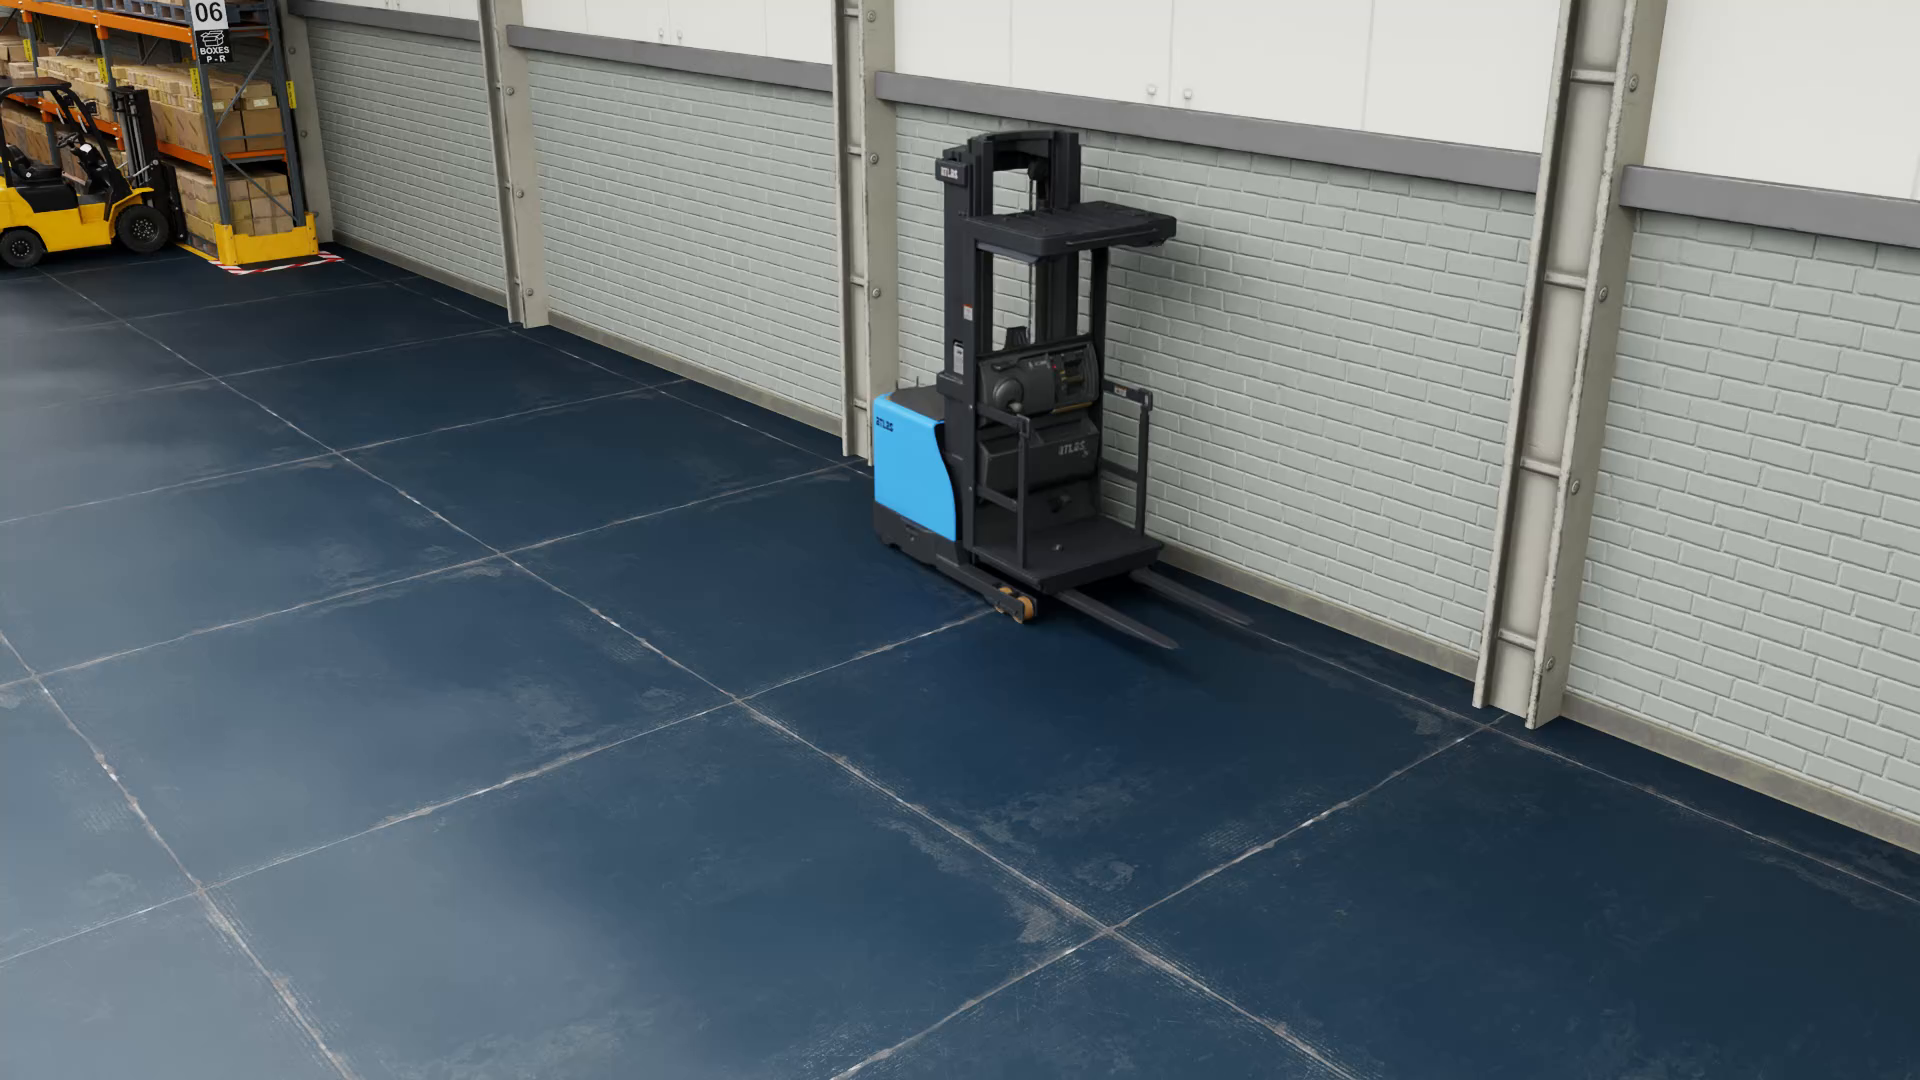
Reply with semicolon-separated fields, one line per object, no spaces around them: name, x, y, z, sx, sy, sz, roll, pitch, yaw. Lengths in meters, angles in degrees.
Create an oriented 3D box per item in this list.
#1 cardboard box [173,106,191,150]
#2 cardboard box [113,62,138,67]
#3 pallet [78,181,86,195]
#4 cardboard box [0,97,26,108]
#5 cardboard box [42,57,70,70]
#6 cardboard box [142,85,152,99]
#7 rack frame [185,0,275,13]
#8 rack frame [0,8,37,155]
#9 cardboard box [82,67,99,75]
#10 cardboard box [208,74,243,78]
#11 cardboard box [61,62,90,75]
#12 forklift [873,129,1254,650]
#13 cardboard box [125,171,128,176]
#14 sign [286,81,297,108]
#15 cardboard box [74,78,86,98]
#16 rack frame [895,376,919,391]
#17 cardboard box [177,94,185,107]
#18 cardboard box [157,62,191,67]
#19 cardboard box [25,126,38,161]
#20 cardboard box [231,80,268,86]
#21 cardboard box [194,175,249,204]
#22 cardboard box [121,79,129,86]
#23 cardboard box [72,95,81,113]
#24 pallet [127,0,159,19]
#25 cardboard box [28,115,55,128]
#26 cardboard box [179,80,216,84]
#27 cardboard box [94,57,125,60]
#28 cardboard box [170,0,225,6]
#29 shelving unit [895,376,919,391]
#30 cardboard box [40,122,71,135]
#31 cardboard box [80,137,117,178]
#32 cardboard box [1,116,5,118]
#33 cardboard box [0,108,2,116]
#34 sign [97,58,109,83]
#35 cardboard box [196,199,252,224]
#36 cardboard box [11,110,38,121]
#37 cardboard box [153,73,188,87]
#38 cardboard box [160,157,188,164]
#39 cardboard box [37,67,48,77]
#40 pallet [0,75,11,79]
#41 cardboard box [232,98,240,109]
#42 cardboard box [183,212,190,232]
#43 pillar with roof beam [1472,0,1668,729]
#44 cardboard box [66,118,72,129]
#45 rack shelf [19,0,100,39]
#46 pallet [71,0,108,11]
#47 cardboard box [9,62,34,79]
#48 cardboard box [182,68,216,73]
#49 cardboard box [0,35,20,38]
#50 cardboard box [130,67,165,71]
cardboard box;-9.643;-5.261;21.165;0.500;0.500;0.500;-16;27;-36
cardboard box;-12.429;-7.029;24.791;0.380;0.149;0.250;-17;27;-37
pallet;-12.713;-5.333;25.311;1.003;0.211;1.213;-17;27;-37
cardboard box;-16.385;-7.560;28.727;0.380;0.149;0.250;-19;28;-40
cardboard box;-13.853;-7.322;25.539;0.380;0.149;0.250;-17;27;-36
cardboard box;-10.579;-5.938;22.004;0.380;0.149;0.250;-19;28;-39
rack frame;-8.791;-7.788;19.530;1.000;3.000;0.127;-17;27;-37
rack frame;-16.624;-8.310;29.089;1.000;3.000;0.127;-17;27;-37
cardboard box;-12.491;-6.766;24.119;0.380;0.149;0.250;-18;28;-39
cardboard box;-9.615;-6.010;21.782;0.380;0.149;0.250;-18;28;-39
cardboard box;-13.178;-7.042;24.823;0.380;0.149;0.250;-17;27;-36
forklift;0.640;-1.037;10.613;1.130;2.935;3.031;-15;26;-33
cardboard box;-11.320;-5.041;23.251;0.500;0.250;0.500;-18;27;-38
sign;-8.367;-5.565;20.785;0.100;0.325;0.005;-17;27;-37
cardboard box;-12.587;-6.621;24.296;0.500;0.250;0.500;-17;27;-36
rack frame;-0.386;-0.686;12.295;0.200;1.050;0.008;-15;26;-33
cardboard box;-9.695;-5.594;21.126;0.380;0.149;0.250;-18;27;-38
cardboard box;-10.965;-6.571;23.213;0.380;0.149;0.250;-17;27;-37
cardboard box;-15.114;-6.587;27.541;0.500;0.500;0.500;-16;27;-35
cardboard box;-8.975;-5.714;21.026;0.380;0.149;0.250;-16;27;-36
cardboard box;-9.328;-4.429;21.002;0.500;0.250;0.500;-16;27;-36
cardboard box;-11.223;-6.227;22.743;0.380;0.149;0.250;-17;27;-36
cardboard box;-12.905;-6.530;24.749;0.500;0.250;0.500;-16;27;-36
pallet;-10.033;-6.889;21.469;1.003;0.211;1.213;-17;27;-37
cardboard box;-15.168;-6.919;27.498;0.380;0.149;0.250;-18;28;-38
cardboard box;-9.666;-5.744;21.102;0.380;0.149;0.250;-17;27;-37
cardboard box;-13.056;-7.329;25.557;0.380;0.149;0.250;-18;28;-38
cardboard box;-9.265;-6.745;20.128;0.500;0.500;0.500;-16;27;-36
shelving unit;-0.315;-0.649;12.203;0.215;1.050;0.252;-15;26;-33
cardboard box;-14.527;-6.615;26.723;0.380;0.149;0.250;-19;28;-40
cardboard box;-12.744;-5.755;25.245;0.875;0.625;0.625;-19;28;-40
cardboard box;-16.479;-7.155;28.990;0.500;0.500;0.500;-16;26;-35
cardboard box;-16.591;-7.482;28.935;0.380;0.149;0.250;-16;26;-35
sign;-11.807;-6.471;22.912;0.100;0.325;0.005;-17;27;-37
cardboard box;-9.346;-4.203;21.111;0.500;0.250;0.500;-18;28;-38
cardboard box;-15.852;-7.205;28.229;0.380;0.149;0.250;-18;27;-38
cardboard box;-10.342;-6.027;21.824;0.380;0.149;0.250;-17;27;-37
cardboard box;-10.664;-4.994;22.446;0.500;0.250;0.500;-16;27;-36
cardboard box;-13.927;-7.182;25.727;0.500;0.250;0.500;-17;27;-37
pallet;-15.286;-7.652;27.671;1.003;0.211;1.213;-17;27;-37
cardboard box;-9.025;-5.552;21.020;0.380;0.149;0.250;-17;27;-37
cardboard box;-9.974;-4.245;21.903;0.500;0.250;0.500;-17;27;-37
pillar with roof beam;-0.075;-2.197;5.255;9.100;9.000;0.400;-17;27;-37
cardboard box;-14.493;-6.887;27.416;0.380;0.149;0.250;-17;27;-37
rack shelf;-12.707;-7.714;24.441;1.077;0.370;4.000;-17;27;-37
pallet;-11.988;-7.648;23.548;0.805;0.209;1.217;-19;28;-39
cardboard box;-14.947;-7.545;26.766;0.500;0.250;0.500;-19;28;-40
cardboard box;-10.284;-6.291;22.499;0.380;0.149;0.250;-18;28;-38
cardboard box;-16.478;-8.366;28.517;0.700;0.500;0.500;-17;27;-36
cardboard box;-11.006;-6.310;22.546;0.380;0.149;0.250;-18;28;-38
